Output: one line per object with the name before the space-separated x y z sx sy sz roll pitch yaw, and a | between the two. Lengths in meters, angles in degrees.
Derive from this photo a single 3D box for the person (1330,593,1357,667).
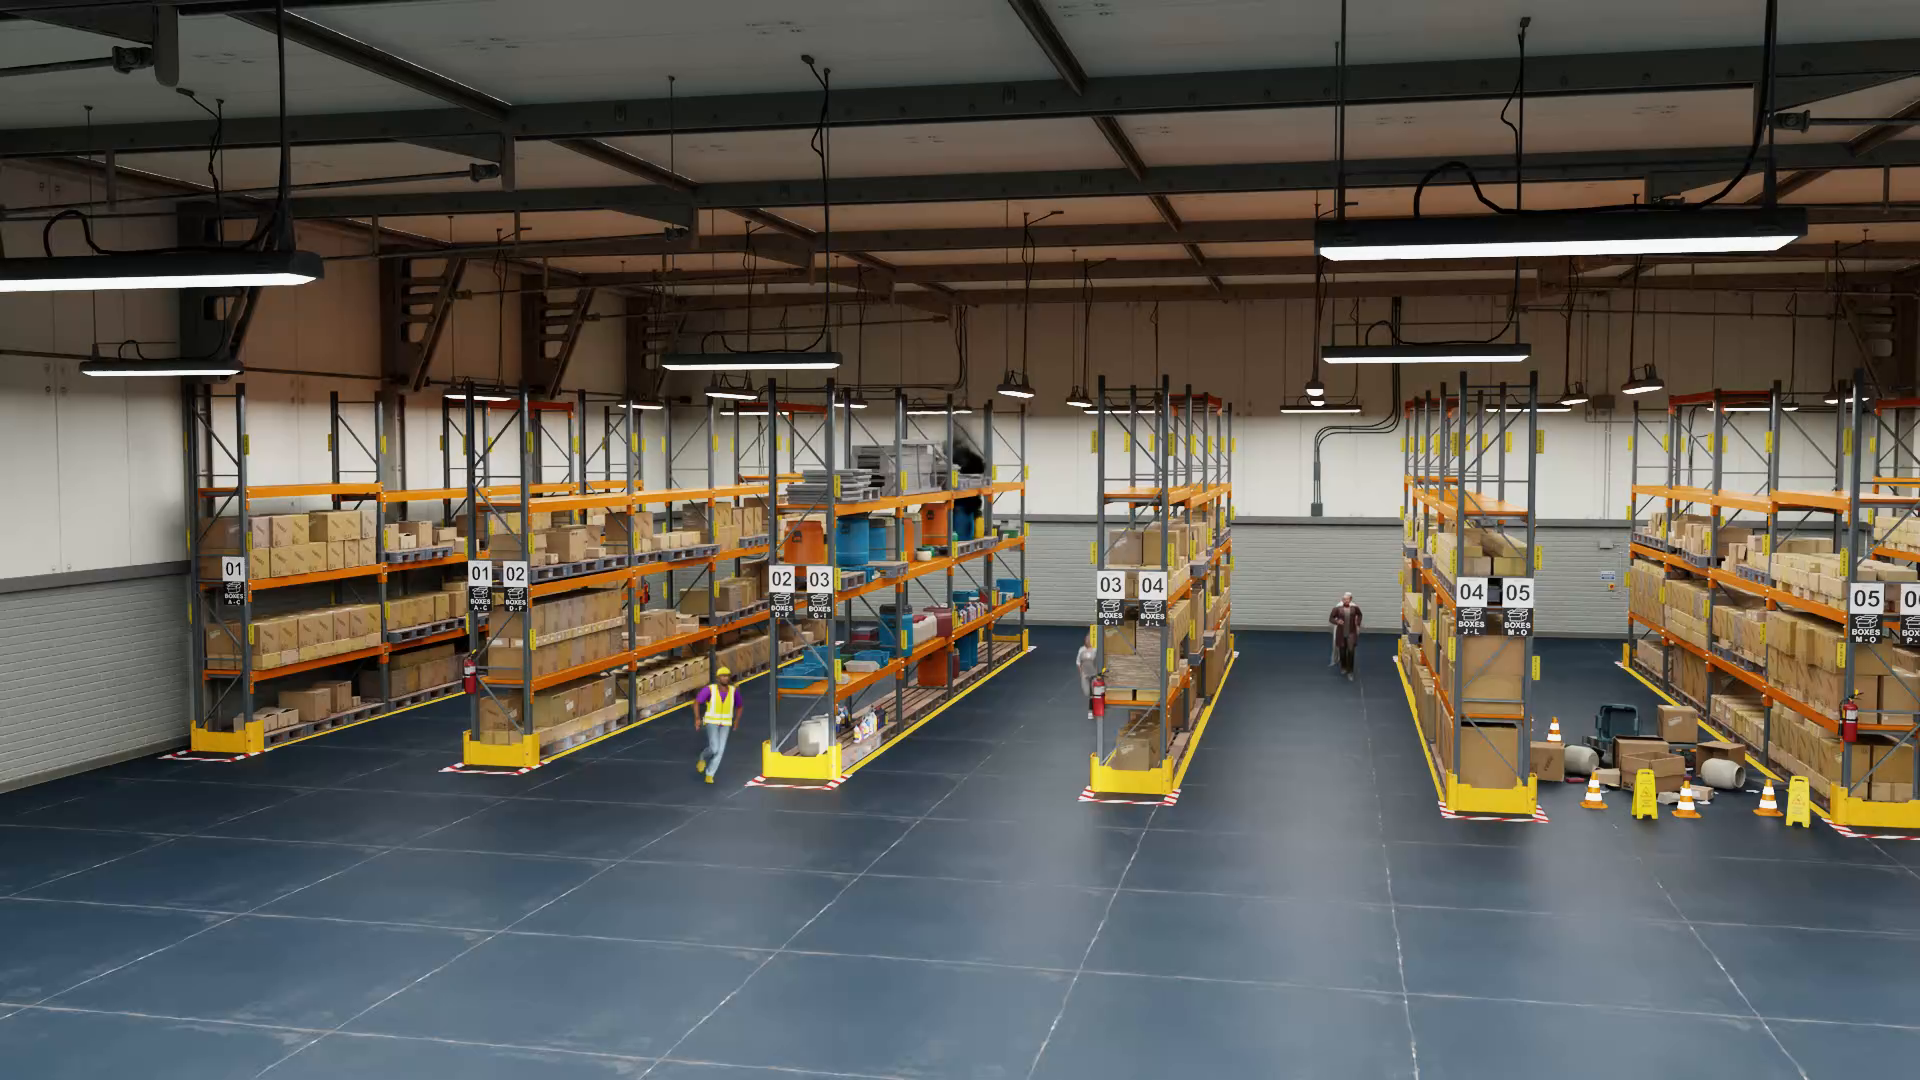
person | 8.781 2.032 37.828 0.620 1.680 0.867 1 4 23

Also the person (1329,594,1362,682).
person | 8.244 2.063 35.585 0.699 1.825 0.945 1 3 14

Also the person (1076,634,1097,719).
person | 2.364 2.488 30.352 0.512 1.554 0.530 1 3 12

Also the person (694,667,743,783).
person | -3.571 2.742 24.749 0.745 1.692 0.543 -1 4 -24
